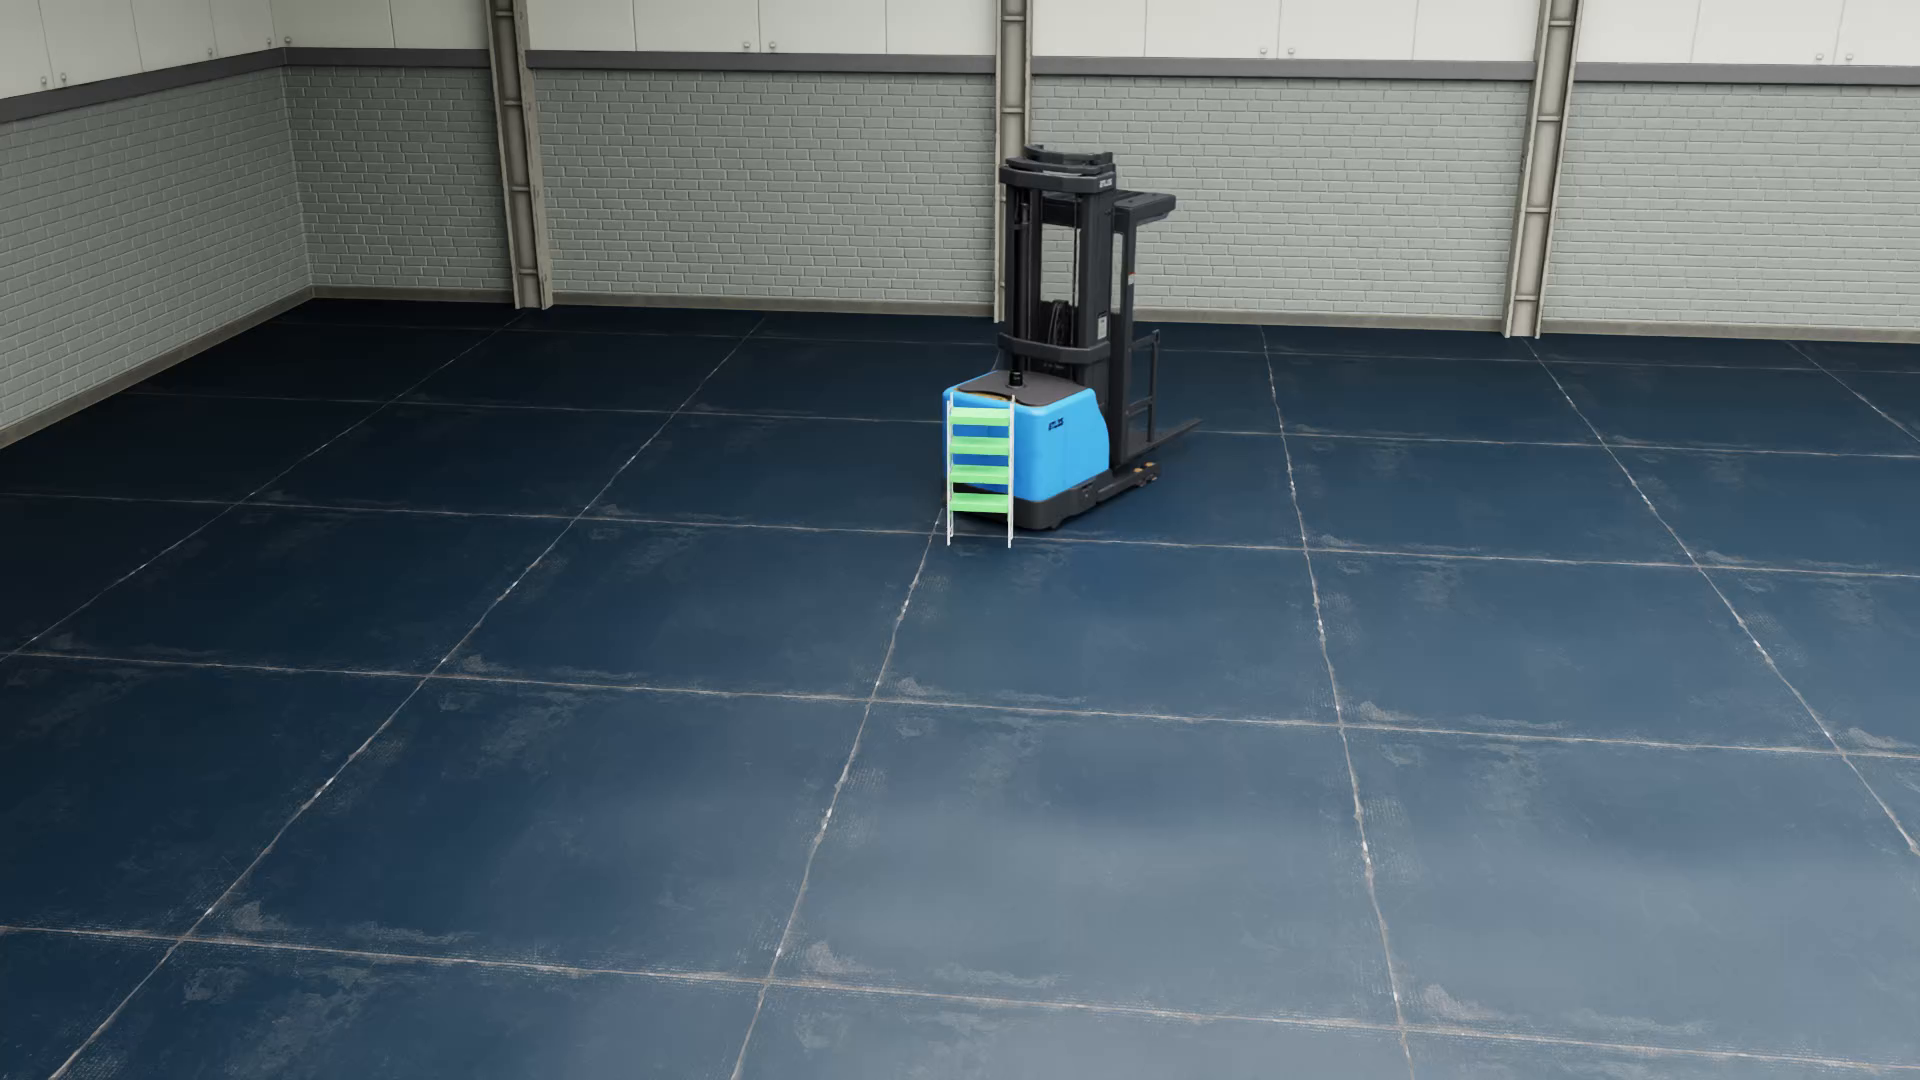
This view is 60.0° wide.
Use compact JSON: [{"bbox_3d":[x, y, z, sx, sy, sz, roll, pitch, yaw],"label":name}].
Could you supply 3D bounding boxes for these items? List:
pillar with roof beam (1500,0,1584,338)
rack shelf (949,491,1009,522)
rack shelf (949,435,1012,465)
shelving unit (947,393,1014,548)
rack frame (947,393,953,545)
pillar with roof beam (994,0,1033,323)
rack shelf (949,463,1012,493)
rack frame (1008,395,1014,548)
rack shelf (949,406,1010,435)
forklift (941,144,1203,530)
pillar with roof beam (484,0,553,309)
[{"bbox_3d":[6.073,-5.028,13.919,0.400,9.000,9.100,2,22,6],"label":"pillar with roof beam"},{"bbox_3d":[0.164,-0.268,13.313,0.480,0.148,0.258,2,22,6],"label":"rack shelf"},{"bbox_3d":[0.164,-0.715,13.136,0.480,0.148,0.258,2,22,6],"label":"rack shelf"},{"bbox_3d":[0.164,-0.551,13.201,0.503,1.200,0.258,2,22,6],"label":"shelving unit"},{"bbox_3d":[-0.078,-0.561,13.228,0.015,1.200,0.240,2,22,6],"label":"rack frame"},{"bbox_3d":[0.115,-5.288,14.575,0.400,9.000,9.100,2,22,6],"label":"pillar with roof beam"},{"bbox_3d":[0.164,-0.491,13.225,0.480,0.148,0.258,2,22,6],"label":"rack shelf"},{"bbox_3d":[0.407,-0.540,13.174,0.015,1.200,0.240,2,22,6],"label":"rack frame"},{"bbox_3d":[0.164,-0.938,13.048,0.480,0.148,0.258,2,22,6],"label":"rack shelf"},{"bbox_3d":[1.125,-1.925,14.322,1.130,2.935,3.031,15,26,34],"label":"forklift"},{"bbox_3d":[-5.843,-5.547,15.232,0.400,9.000,9.100,2,22,6],"label":"pillar with roof beam"}]
